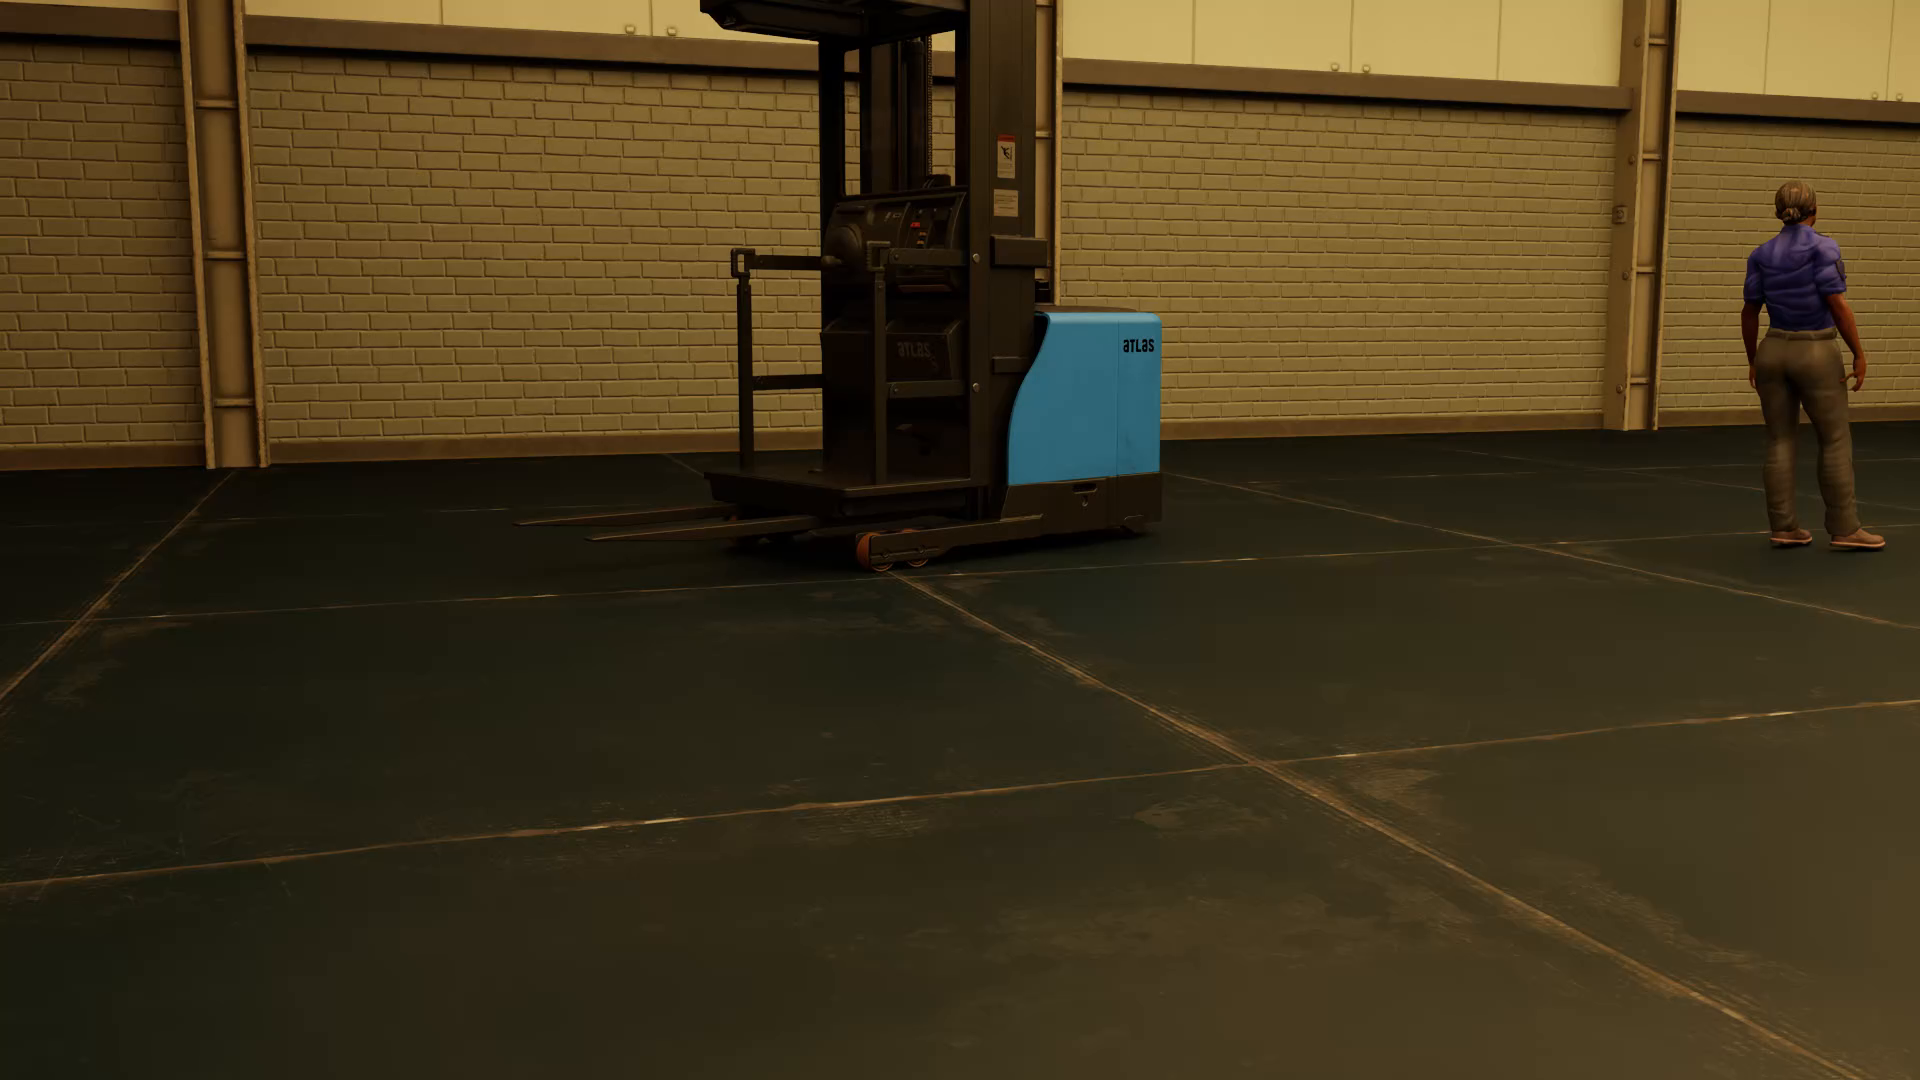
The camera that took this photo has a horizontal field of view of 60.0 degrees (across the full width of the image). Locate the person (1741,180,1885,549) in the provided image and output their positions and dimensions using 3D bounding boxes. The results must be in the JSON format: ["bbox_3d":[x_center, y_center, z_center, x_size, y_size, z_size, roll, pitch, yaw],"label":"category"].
[{"bbox_3d":[3.889,-0.797,7.587,0.504,1.654,0.569,-5,9,-32],"label":"person"}]

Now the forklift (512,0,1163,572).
[{"bbox_3d":[-0.461,-1.399,7.333,3.031,2.935,1.130,-7,10,-40],"label":"forklift"}]
